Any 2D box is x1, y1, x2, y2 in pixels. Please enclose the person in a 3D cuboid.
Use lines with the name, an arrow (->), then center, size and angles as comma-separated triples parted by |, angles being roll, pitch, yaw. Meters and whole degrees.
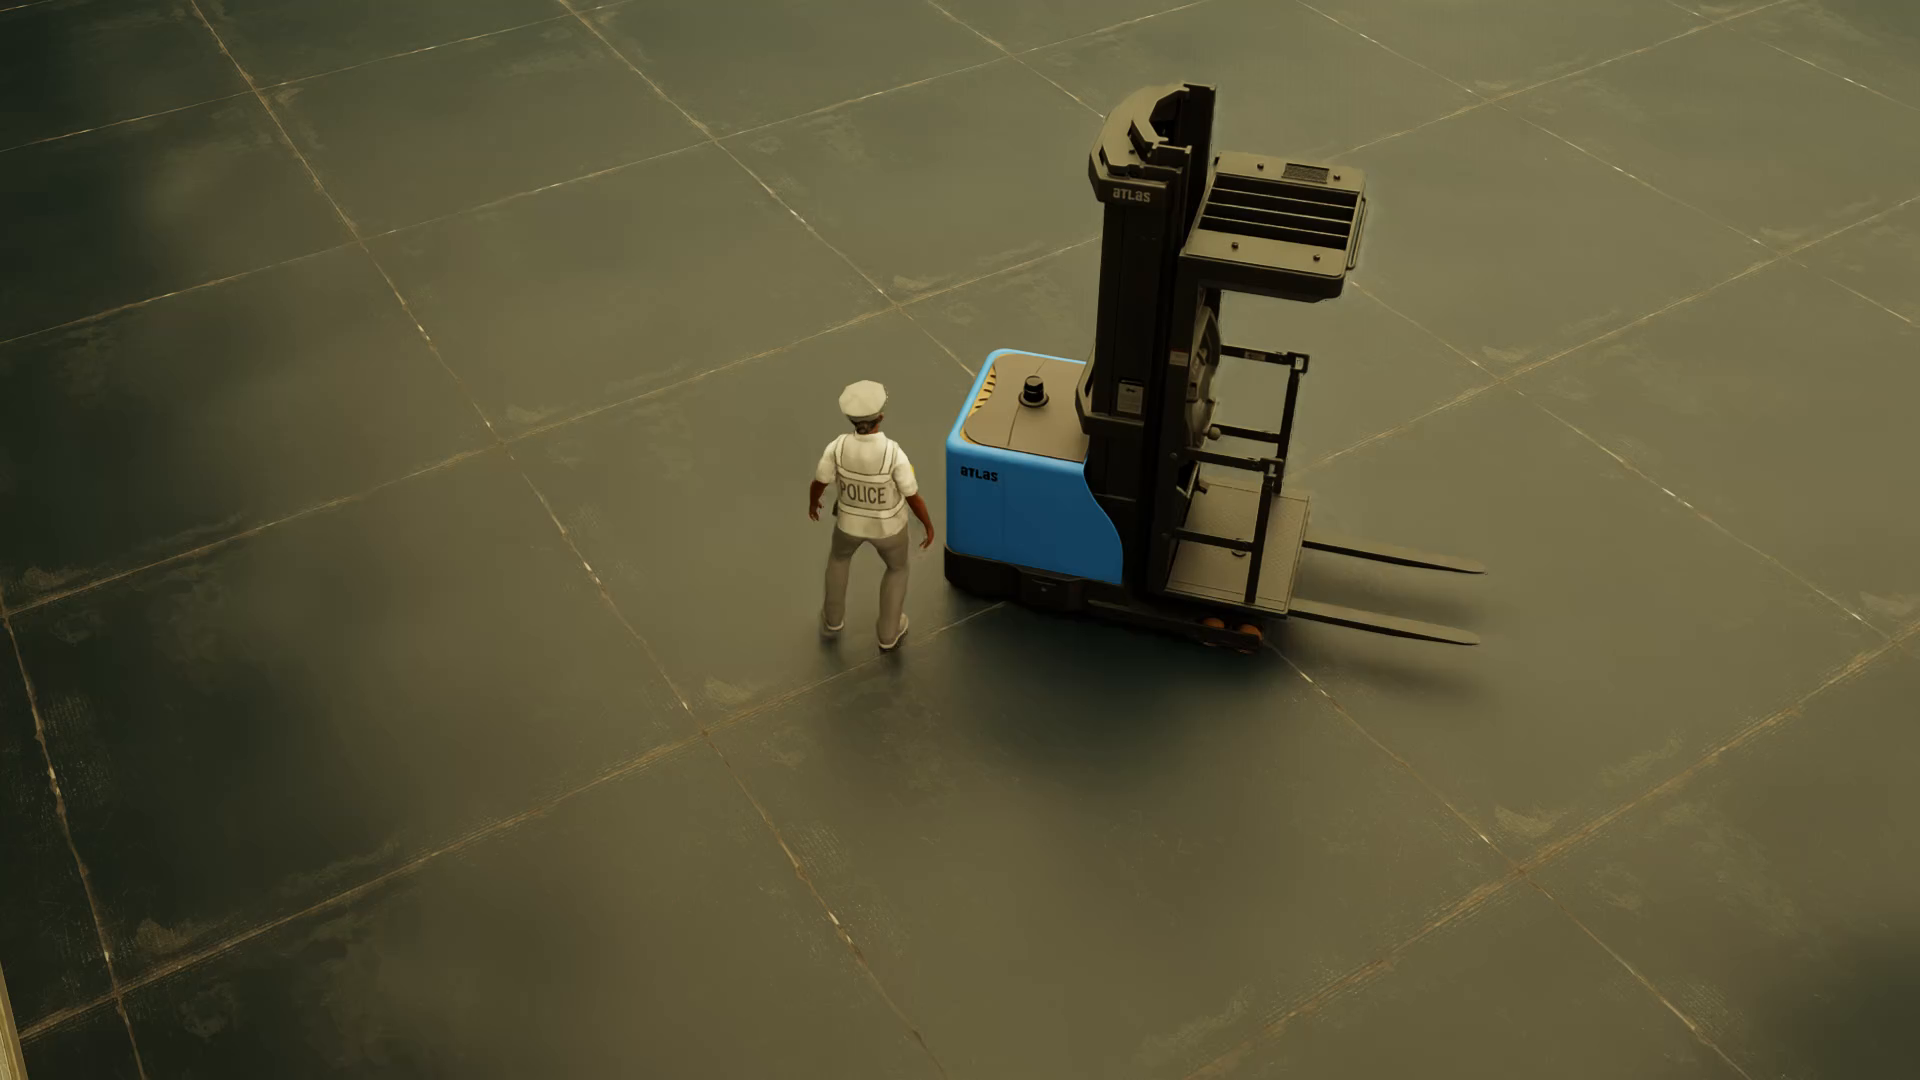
person -> -0.486, -0.118, 8.996 | 0.705, 1.633, 0.376 | 8, 42, 9

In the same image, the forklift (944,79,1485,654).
forklift -> 1.482, -0.856, 8.851 | 3.031, 2.935, 1.130 | 11, 42, 12
